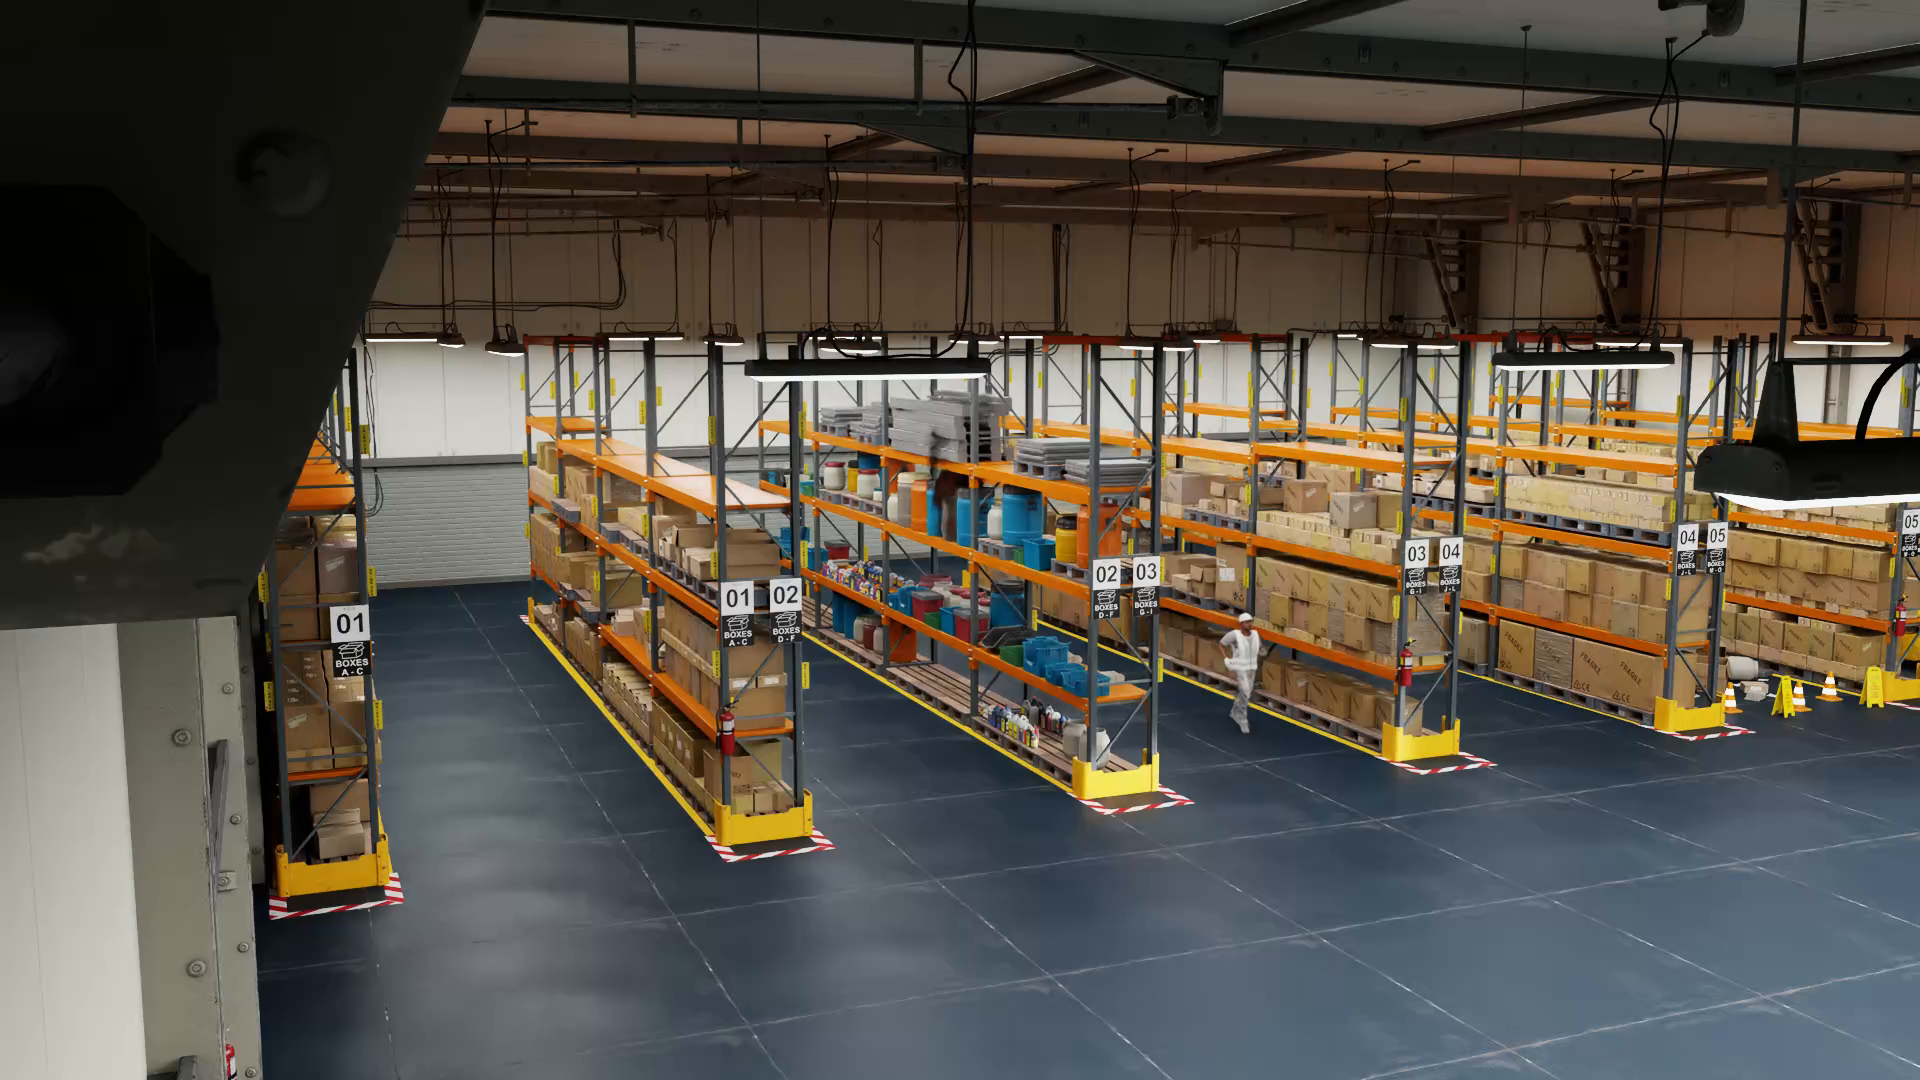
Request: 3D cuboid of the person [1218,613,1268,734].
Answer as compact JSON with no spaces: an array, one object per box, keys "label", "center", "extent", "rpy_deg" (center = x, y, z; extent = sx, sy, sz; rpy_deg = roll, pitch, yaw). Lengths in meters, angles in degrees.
[{"label":"person","center":[4.401,2.035,25.702],"extent":[0.670,1.843,0.760],"rpy_deg":[-4,9,-29]}]
